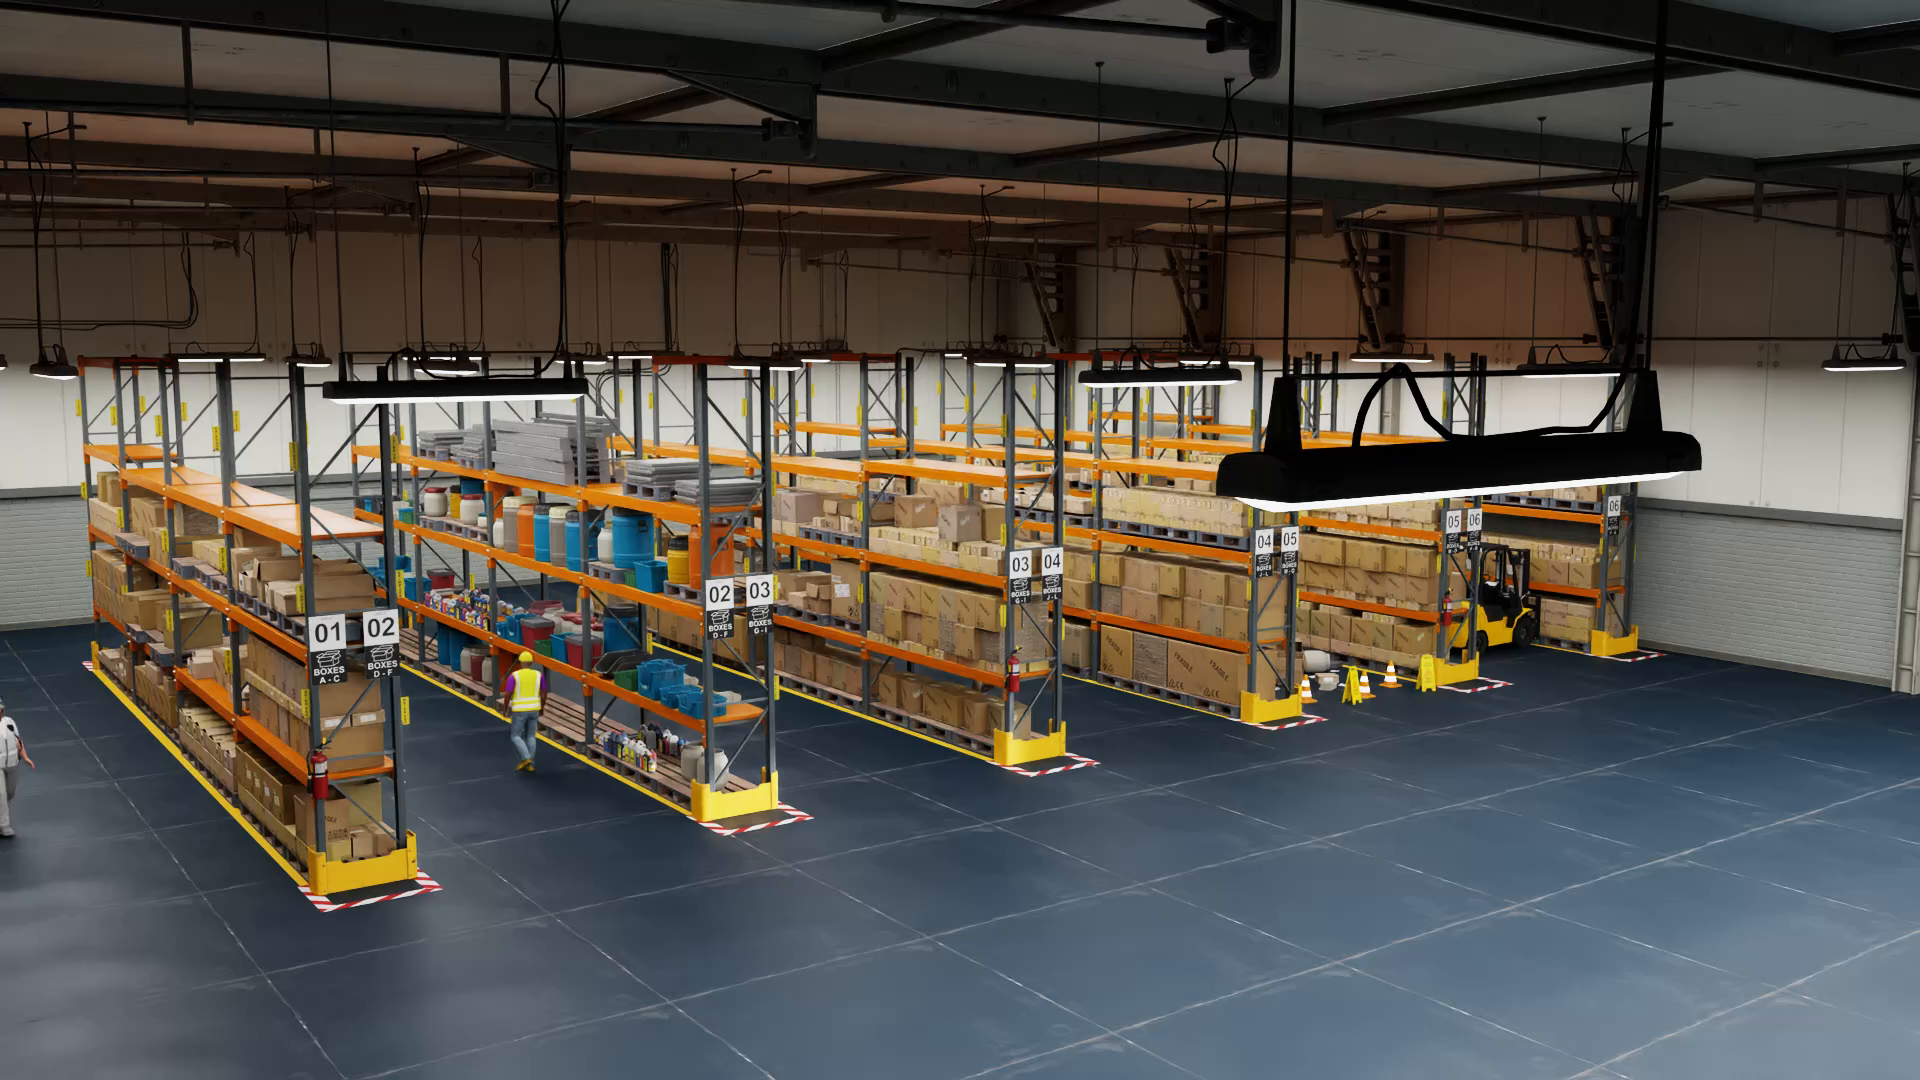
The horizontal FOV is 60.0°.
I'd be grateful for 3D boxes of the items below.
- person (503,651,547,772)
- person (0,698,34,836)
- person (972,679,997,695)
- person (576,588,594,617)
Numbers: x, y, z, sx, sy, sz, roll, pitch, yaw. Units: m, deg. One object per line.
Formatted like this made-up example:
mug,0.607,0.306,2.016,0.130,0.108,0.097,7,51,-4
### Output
person,-6.339,2.525,24.370,0.629,1.734,0.700,-4,8,-33
person,-12.342,2.868,21.403,1.054,1.717,0.639,6,9,39
person,0.418,2.070,28.506,0.706,1.642,0.735,-3,8,-26
person,-7.515,1.442,33.533,0.465,1.670,0.498,1,7,12
